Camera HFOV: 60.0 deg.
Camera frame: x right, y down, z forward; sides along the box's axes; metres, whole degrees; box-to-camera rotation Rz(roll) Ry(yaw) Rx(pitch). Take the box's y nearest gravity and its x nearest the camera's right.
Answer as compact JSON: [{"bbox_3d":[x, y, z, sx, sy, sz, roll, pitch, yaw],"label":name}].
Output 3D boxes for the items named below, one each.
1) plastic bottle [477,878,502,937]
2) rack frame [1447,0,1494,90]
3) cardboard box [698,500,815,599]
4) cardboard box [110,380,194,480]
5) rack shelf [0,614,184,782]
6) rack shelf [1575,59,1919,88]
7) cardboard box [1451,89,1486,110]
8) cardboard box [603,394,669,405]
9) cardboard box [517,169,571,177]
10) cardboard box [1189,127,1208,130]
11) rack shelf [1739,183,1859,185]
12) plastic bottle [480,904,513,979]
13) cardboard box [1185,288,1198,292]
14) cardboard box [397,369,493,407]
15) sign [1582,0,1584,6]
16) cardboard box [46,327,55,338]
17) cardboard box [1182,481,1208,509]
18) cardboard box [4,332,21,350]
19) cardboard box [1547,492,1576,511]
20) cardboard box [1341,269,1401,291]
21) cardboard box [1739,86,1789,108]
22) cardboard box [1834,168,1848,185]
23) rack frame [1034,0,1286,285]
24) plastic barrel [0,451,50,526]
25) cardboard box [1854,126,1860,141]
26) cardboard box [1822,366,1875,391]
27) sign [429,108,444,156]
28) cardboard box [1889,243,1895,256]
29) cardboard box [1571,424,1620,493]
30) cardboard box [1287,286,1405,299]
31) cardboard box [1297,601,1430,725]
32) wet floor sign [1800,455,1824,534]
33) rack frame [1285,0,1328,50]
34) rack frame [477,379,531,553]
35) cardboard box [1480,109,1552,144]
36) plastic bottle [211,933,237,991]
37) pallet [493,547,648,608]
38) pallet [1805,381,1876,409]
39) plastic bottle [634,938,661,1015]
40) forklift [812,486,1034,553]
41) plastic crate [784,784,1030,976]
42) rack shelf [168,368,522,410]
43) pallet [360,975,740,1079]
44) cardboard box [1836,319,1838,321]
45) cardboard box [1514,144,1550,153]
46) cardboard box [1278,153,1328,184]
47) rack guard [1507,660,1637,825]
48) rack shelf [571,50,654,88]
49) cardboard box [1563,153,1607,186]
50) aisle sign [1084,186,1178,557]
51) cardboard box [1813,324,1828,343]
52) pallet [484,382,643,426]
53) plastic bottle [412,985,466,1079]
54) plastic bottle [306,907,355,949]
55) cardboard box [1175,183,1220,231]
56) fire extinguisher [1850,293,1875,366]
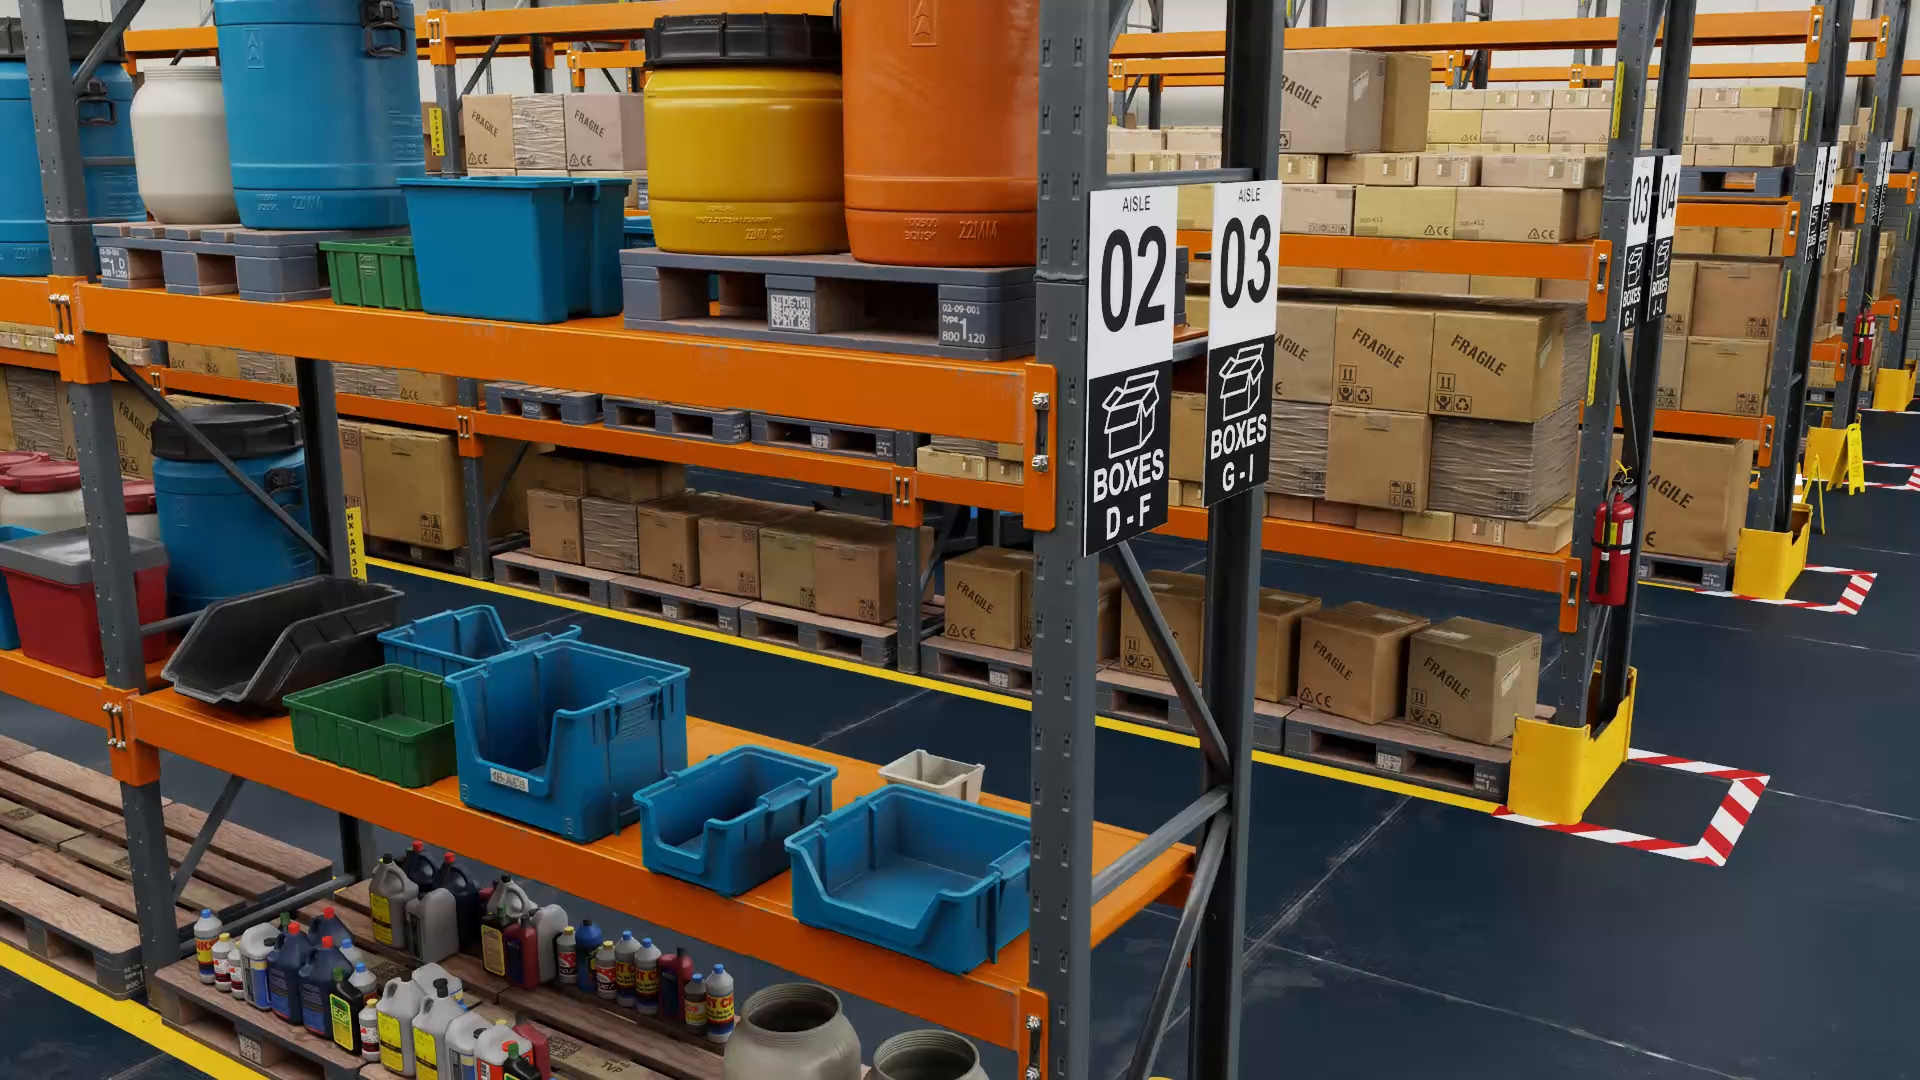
[{"bbox_3d":[-1.816,1.446,6.477,0.133,0.283,0.061,11,17,37],"label":"plastic bottle"},{"bbox_3d":[5.466,-5.603,17.730,0.127,3.000,1.000,9,17,33],"label":"rack frame"},{"bbox_3d":[-1.412,0.056,11.642,0.500,0.500,0.700,8,16,28],"label":"cardboard box"},{"bbox_3d":[-7.206,-1.065,15.430,0.875,0.875,0.875,9,17,33],"label":"cardboard box"},{"bbox_3d":[-4.488,0.354,7.649,4.000,0.370,1.077,9,17,33],"label":"rack shelf"},{"bbox_3d":[9.893,-5.782,20.781,4.000,0.370,1.077,9,17,33],"label":"rack shelf"},{"bbox_3d":[3.957,-3.377,12.761,0.250,0.149,0.380,9,17,33],"label":"cardboard box"},{"bbox_3d":[-2.121,-1.112,11.510,0.500,0.250,0.500,9,16,31],"label":"cardboard box"},{"bbox_3d":[-2.710,-2.452,11.555,0.500,0.250,0.500,10,17,34],"label":"cardboard box"},{"bbox_3d":[3.598,-6.066,24.708,0.250,0.149,0.380,9,16,32],"label":"cardboard box"},{"bbox_3d":[7.126,-3.624,17.070,3.809,0.124,0.919,9,17,33],"label":"rack shelf"},{"bbox_3d":[-1.742,1.500,6.261,0.133,0.283,0.061,9,17,33],"label":"plastic bottle"},{"bbox_3d":[0.997,-1.148,9.311,0.500,0.500,0.500,9,17,33],"label":"cardboard box"},{"bbox_3d":[-3.931,-1.317,12.691,0.500,0.500,0.500,10,17,35],"label":"cardboard box"},{"bbox_3d":[7.940,-6.975,21.165,0.005,0.325,0.100,9,17,33],"label":"sign"},{"bbox_3d":[-8.070,-2.004,15.368,0.500,0.250,0.500,10,17,34],"label":"cardboard box"},{"bbox_3d":[1.431,-0.281,9.239,0.250,0.149,0.380,9,17,33],"label":"cardboard box"},{"bbox_3d":[-8.843,-1.917,15.847,0.250,0.149,0.380,9,16,32],"label":"cardboard box"},{"bbox_3d":[3.151,-0.142,8.678,0.250,0.149,0.380,9,17,33],"label":"cardboard box"},{"bbox_3d":[3.596,-2.180,13.829,0.550,0.550,0.875,9,17,33],"label":"cardboard box"},{"bbox_3d":[5.638,-3.105,11.663,0.250,0.149,0.380,9,17,33],"label":"cardboard box"},{"bbox_3d":[8.333,-3.481,15.922,0.250,0.149,0.380,9,17,33],"label":"cardboard box"},{"bbox_3d":[0.490,-2.103,3.591,0.127,3.000,1.000,9,17,33],"label":"rack frame"},{"bbox_3d":[-4.468,-0.122,7.790,0.433,0.535,0.433,0,14,0],"label":"plastic barrel"},{"bbox_3d":[8.604,-3.964,16.215,0.250,0.149,0.380,9,17,32],"label":"cardboard box"},{"bbox_3d":[10.986,-2.014,20.564,0.500,0.250,0.500,9,17,33],"label":"cardboard box"},{"bbox_3d":[-3.700,-2.887,11.761,0.005,0.325,0.100,9,17,33],"label":"sign"},{"bbox_3d":[11.416,-3.605,20.587,0.250,0.149,0.380,9,16,31],"label":"cardboard box"},{"bbox_3d":[4.776,-0.522,13.236,0.875,0.875,0.875,9,16,32],"label":"cardboard box"},{"bbox_3d":[2.124,-1.120,9.198,0.500,0.500,0.500,9,17,33],"label":"cardboard box"},{"bbox_3d":[2.231,0.671,9.200,0.500,0.500,0.500,-12,18,-39],"label":"cardboard box"},{"bbox_3d":[7.236,-0.402,14.104,0.232,0.644,0.267,6,15,23],"label":"wet floor sign"},{"bbox_3d":[2.788,-4.602,13.688,0.127,3.000,1.000,9,17,33],"label":"rack frame"},{"bbox_3d":[-3.382,-1.252,12.638,0.053,2.616,0.949,9,17,33],"label":"rack frame"},{"bbox_3d":[4.296,-3.146,12.659,0.500,0.250,0.500,9,17,33],"label":"cardboard box"},{"bbox_3d":[-2.725,1.561,6.182,0.097,0.201,0.097,0,14,0],"label":"plastic bottle"},{"bbox_3d":[-9.160,1.309,8.095,6.755,0.211,15.783,9,17,33],"label":"pallet"},{"bbox_3d":[10.895,-1.885,20.999,1.213,0.211,1.003,9,17,33],"label":"pallet"},{"bbox_3d":[-1.125,1.569,6.006,0.097,0.271,0.097,0,14,0],"label":"plastic bottle"},{"bbox_3d":[-3.336,-0.950,11.561,9.518,2.935,1.550,-7,16,-27],"label":"forklift"},{"bbox_3d":[-0.092,0.874,4.360,0.616,0.251,0.499,9,17,33],"label":"plastic crate"},{"bbox_3d":[-5.043,-1.265,13.782,3.809,0.124,0.919,9,17,33],"label":"rack shelf"},{"bbox_3d":[0.763,0.567,7.171,2.714,2.096,6.086,9,17,33],"label":"pallet"},{"bbox_3d":[10.843,-2.668,21.124,0.500,0.250,0.500,9,17,33],"label":"cardboard box"},{"bbox_3d":[4.376,-2.922,12.583,0.250,0.149,0.380,9,17,33],"label":"cardboard box"},{"bbox_3d":[1.774,-1.906,8.521,0.250,0.149,0.380,8,16,30],"label":"cardboard box"},{"bbox_3d":[3.191,1.025,8.643,0.348,0.500,1.175,9,17,33],"label":"rack guard"},{"bbox_3d":[-2.191,-4.864,17.073,4.000,0.370,1.077,9,17,33],"label":"rack shelf"},{"bbox_3d":[3.155,-1.838,8.247,0.250,0.149,0.380,9,17,32],"label":"cardboard box"},{"bbox_3d":[0.384,-0.384,3.722,0.004,0.787,0.394,9,17,33],"label":"aisle sign"},{"bbox_3d":[8.356,-2.040,16.344,0.250,0.149,0.380,10,17,35],"label":"cardboard box"},{"bbox_3d":[-2.733,-1.084,12.358,1.003,0.211,1.213,9,17,33],"label":"pallet"},{"bbox_3d":[-1.727,1.643,5.540,0.185,0.351,0.144,10,17,35],"label":"plastic bottle"},{"bbox_3d":[-2.310,1.507,6.089,0.185,0.351,0.144,9,17,33],"label":"plastic bottle"},{"bbox_3d":[1.456,-1.779,8.837,0.500,0.250,0.500,9,16,32],"label":"cardboard box"},{"bbox_3d":[8.623,-2.010,15.860,0.183,0.674,0.296,9,17,33],"label":"fire extinguisher"}]
